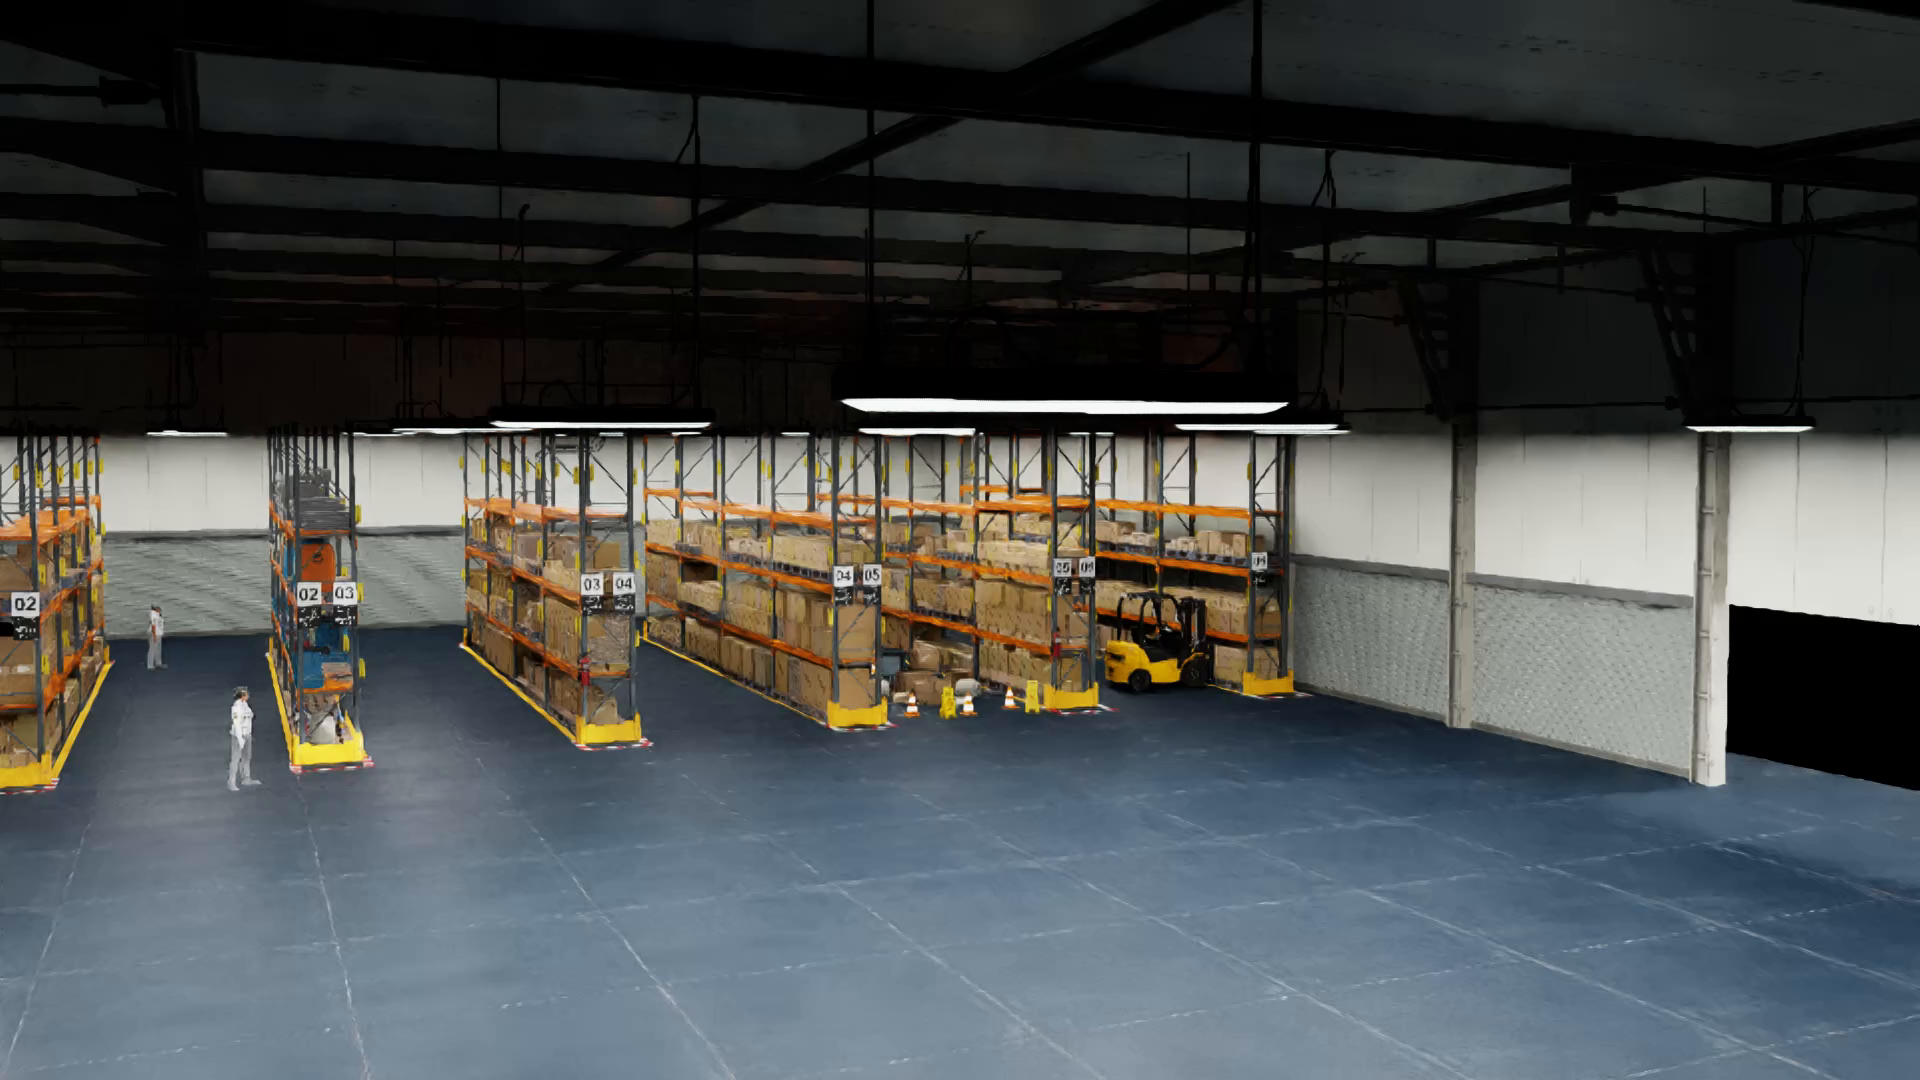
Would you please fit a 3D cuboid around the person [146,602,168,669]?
[{"bbox_3d":[-19.973,2.363,41.312,0.468,1.661,0.589,-1,4,-22],"label":"person"}]

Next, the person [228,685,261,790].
[{"bbox_3d":[-11.744,3.219,27.185,0.409,1.667,0.565,0,3,-3],"label":"person"}]
